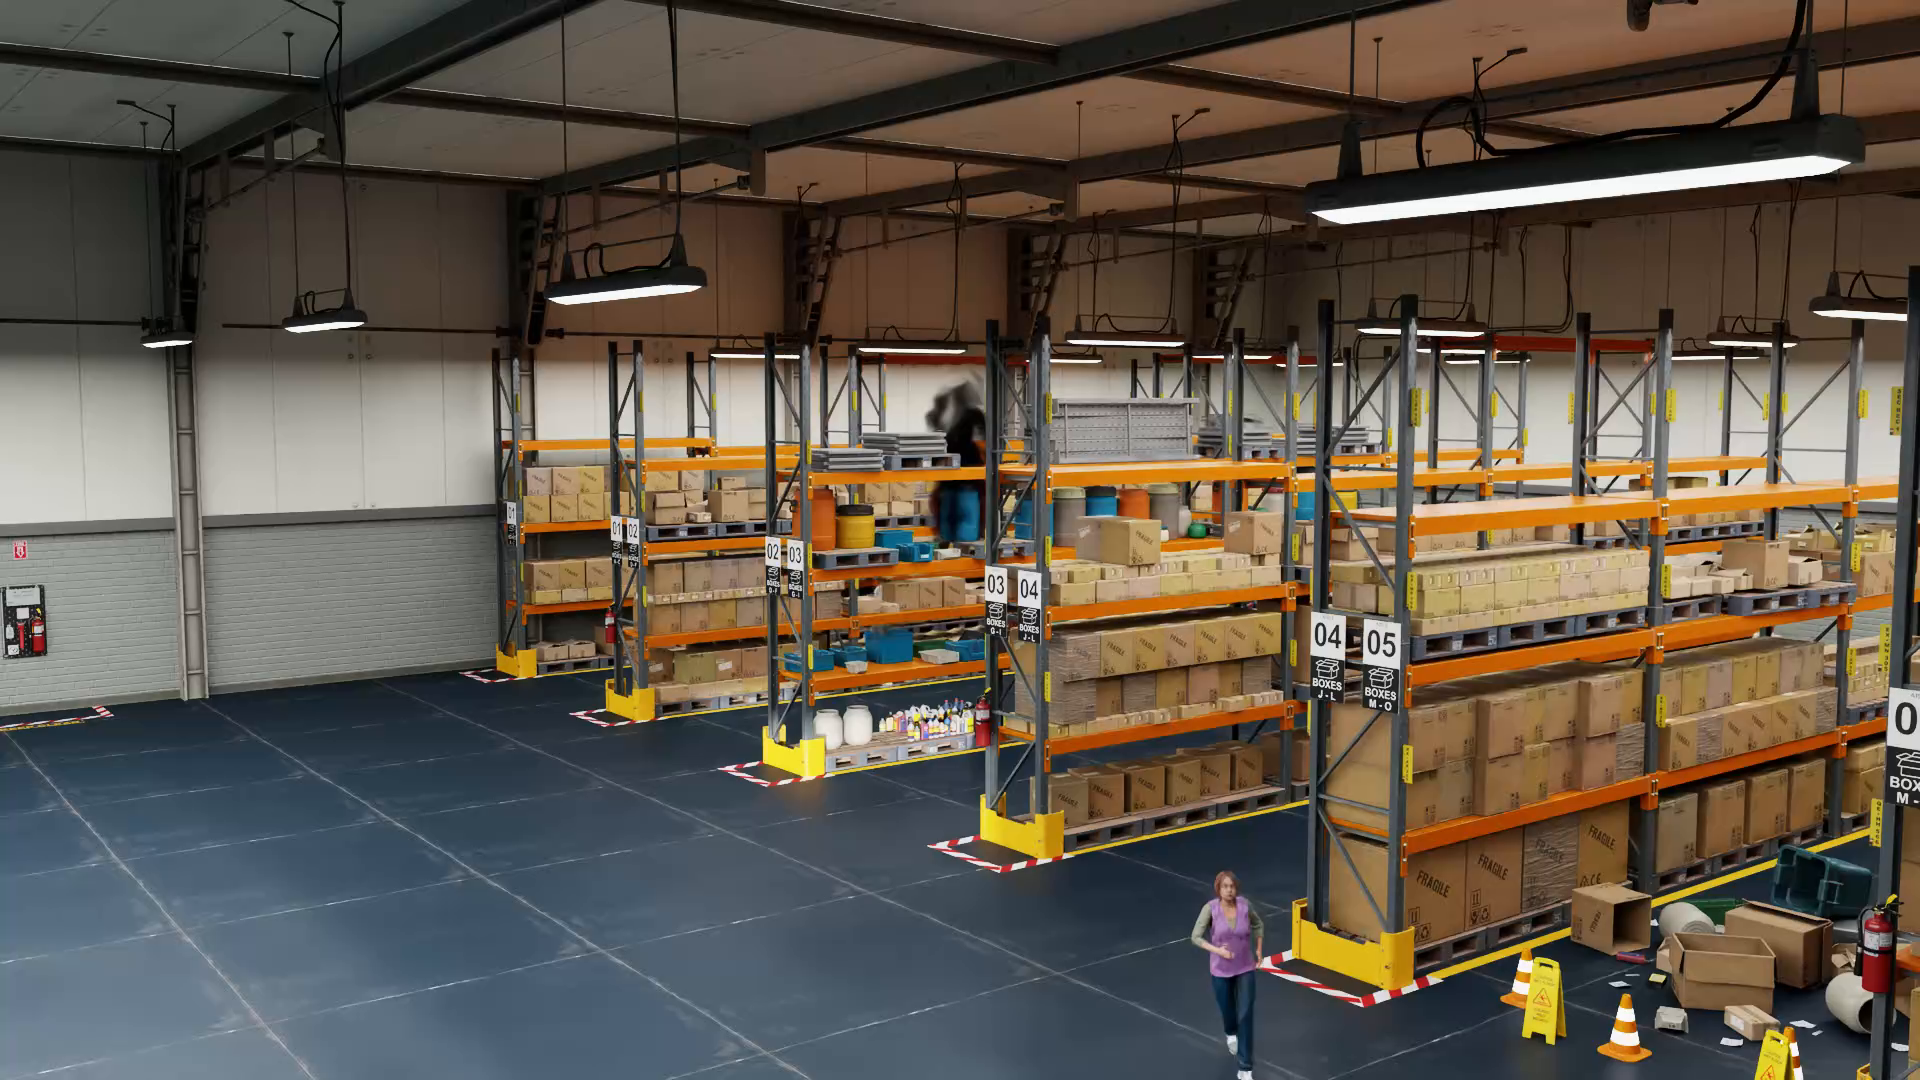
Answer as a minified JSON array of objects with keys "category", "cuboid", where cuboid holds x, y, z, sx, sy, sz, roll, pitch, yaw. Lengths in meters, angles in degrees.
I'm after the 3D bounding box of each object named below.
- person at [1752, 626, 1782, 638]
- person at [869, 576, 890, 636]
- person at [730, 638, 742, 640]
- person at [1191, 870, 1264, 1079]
[{"category":"person","cuboid":[12.357,2.031,25.480,0.939,1.755,0.665,-5,7,-42]},{"category":"person","cuboid":[-1.458,1.495,31.957,0.802,1.761,0.680,-5,7,-43]},{"category":"person","cuboid":[-3.993,1.715,29.787,0.775,1.754,0.584,-3,6,-34]},{"category":"person","cuboid":[2.042,3.285,12.635,0.574,1.580,0.794,0,5,-1]}]
